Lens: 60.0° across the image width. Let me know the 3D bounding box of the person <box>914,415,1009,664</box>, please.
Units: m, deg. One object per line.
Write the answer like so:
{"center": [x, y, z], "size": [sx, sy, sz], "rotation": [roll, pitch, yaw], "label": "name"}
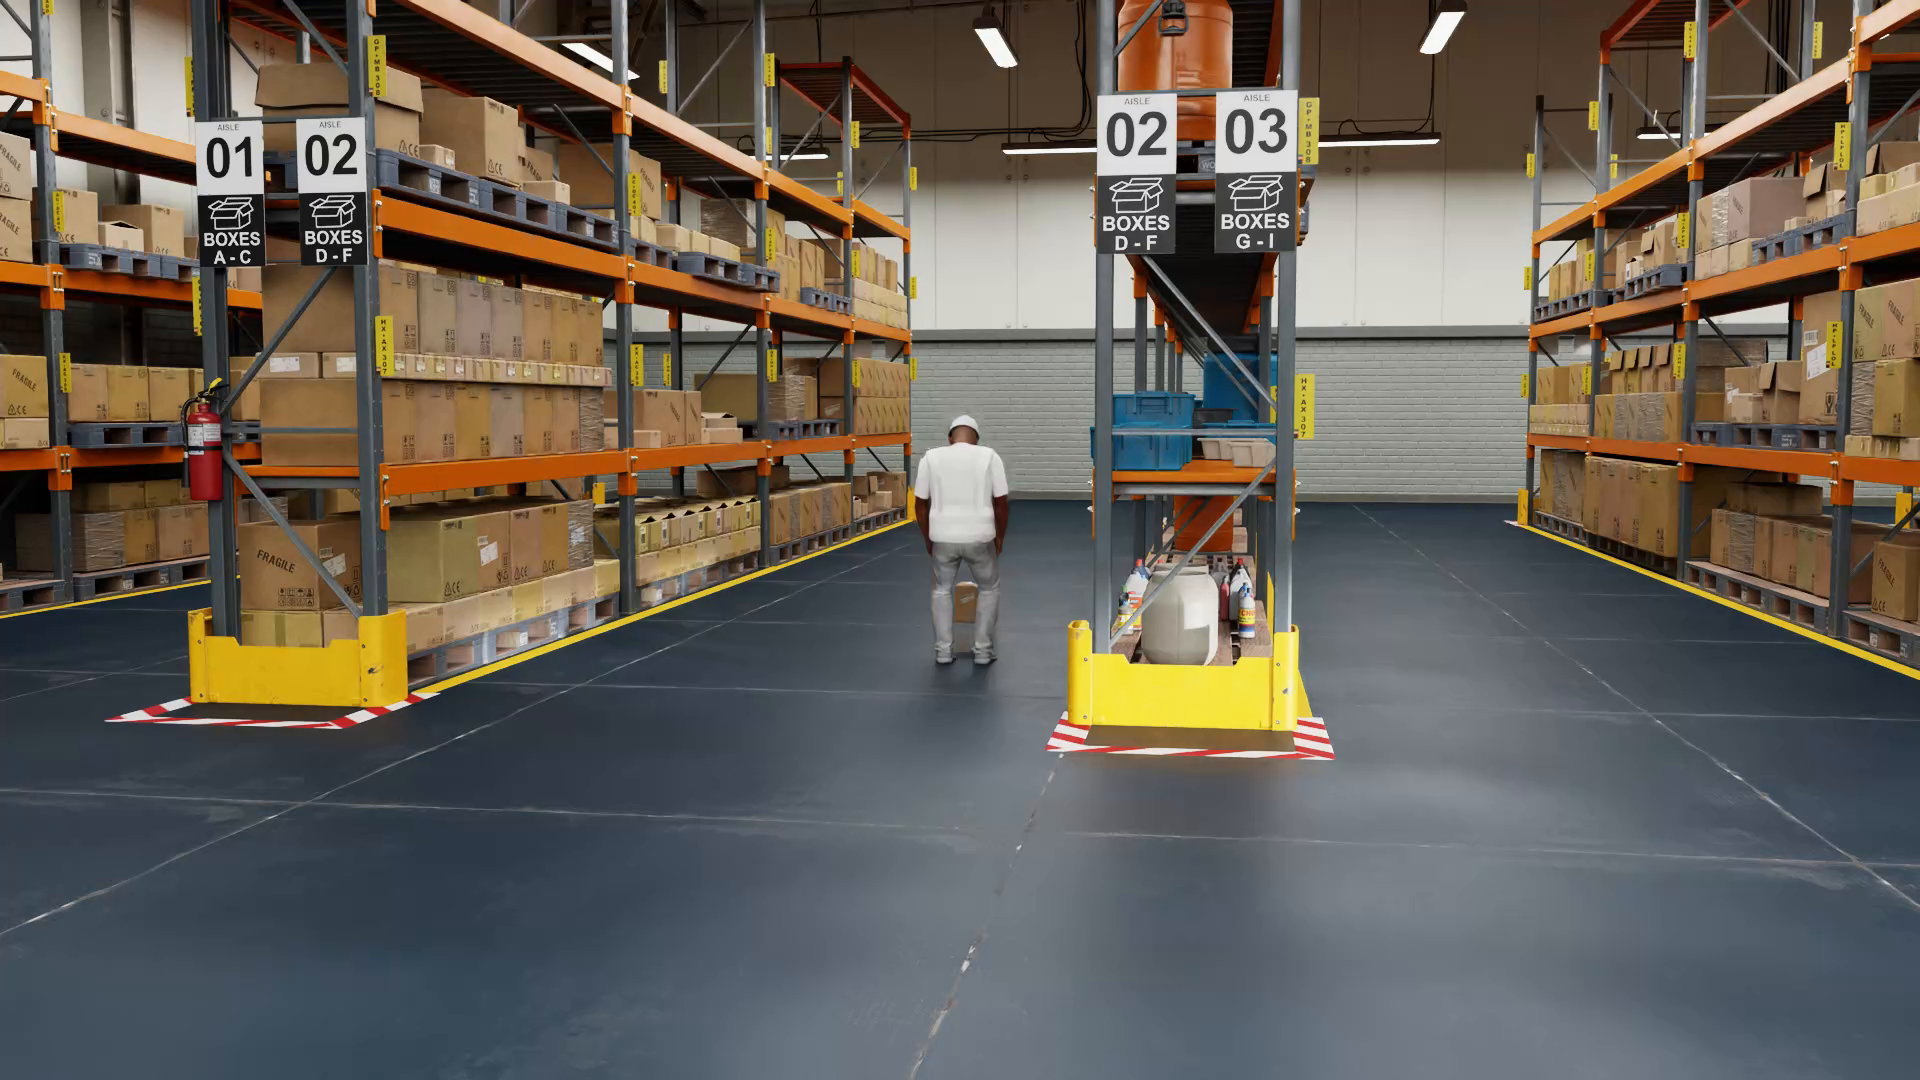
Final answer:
{"center": [0.003, -0.011, 10.778], "size": [0.620, 1.591, 0.622], "rotation": [1, 5, 9], "label": "person"}
